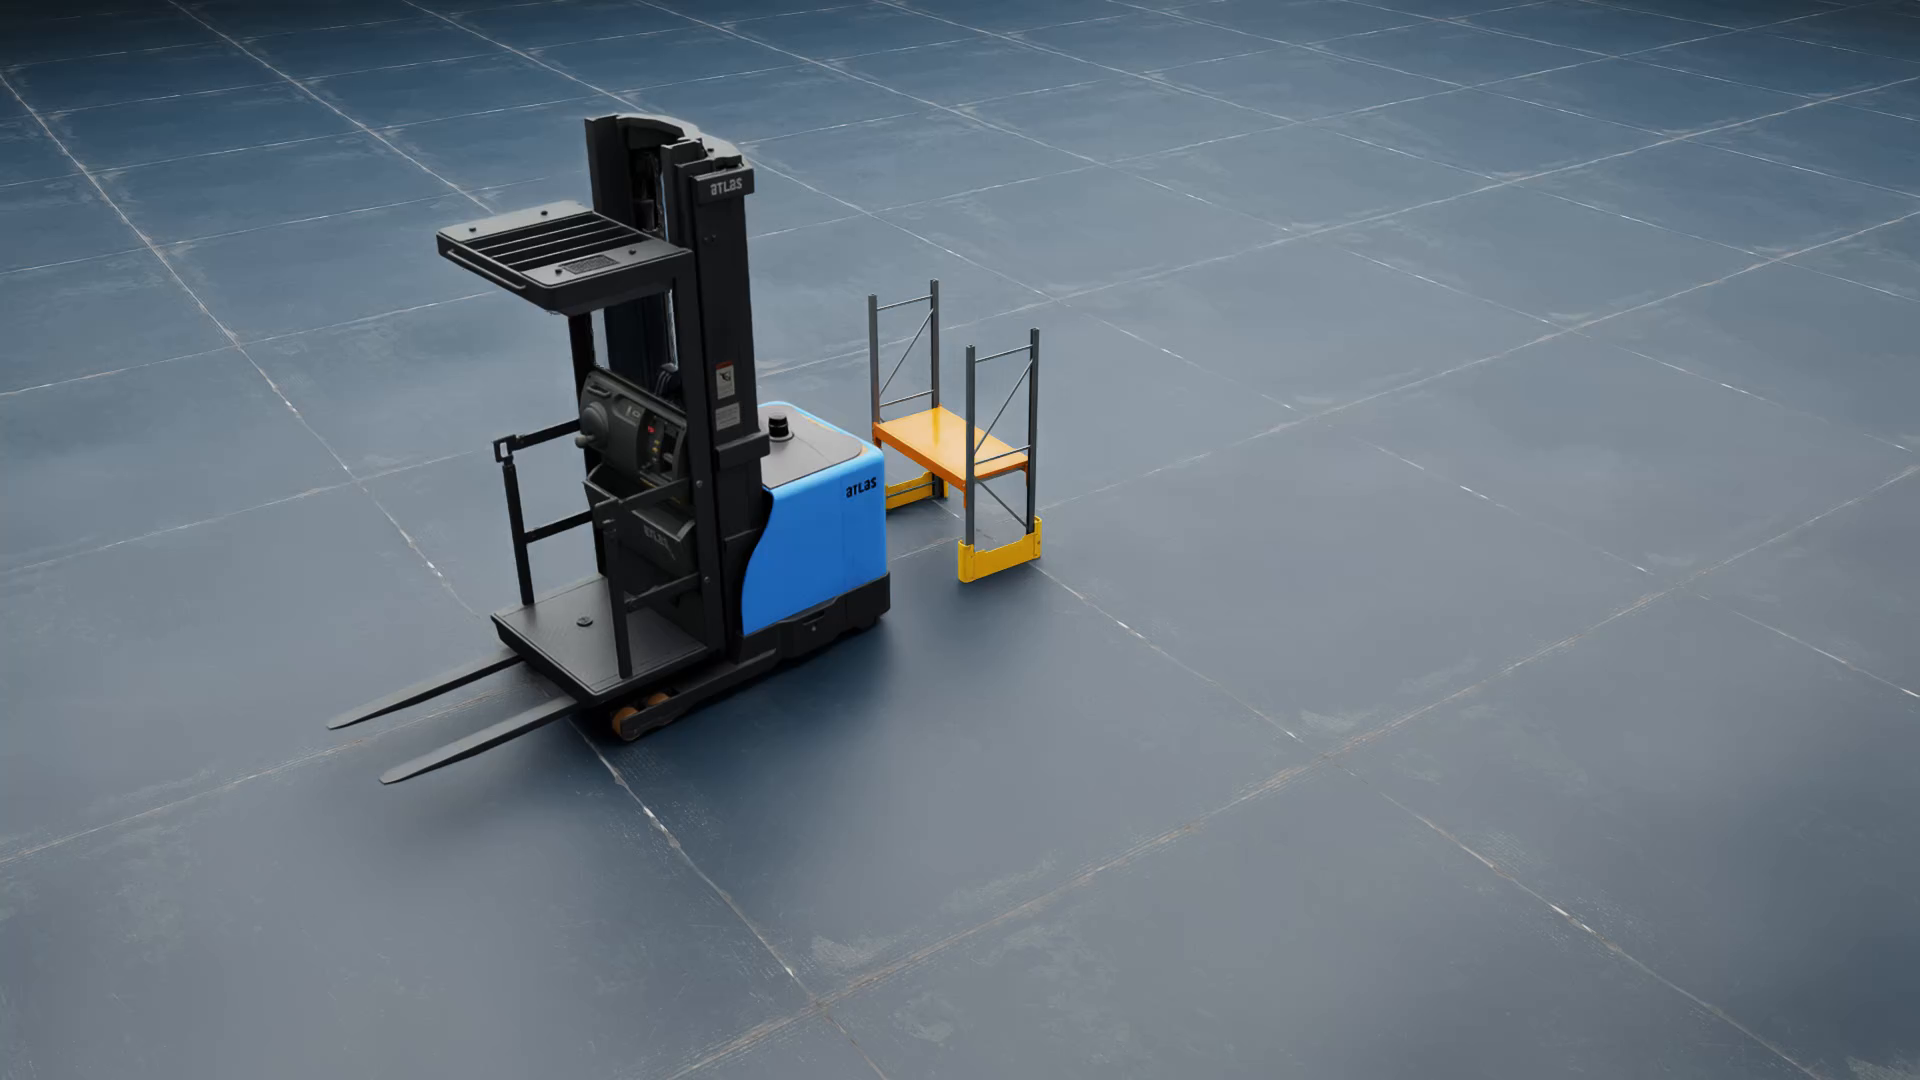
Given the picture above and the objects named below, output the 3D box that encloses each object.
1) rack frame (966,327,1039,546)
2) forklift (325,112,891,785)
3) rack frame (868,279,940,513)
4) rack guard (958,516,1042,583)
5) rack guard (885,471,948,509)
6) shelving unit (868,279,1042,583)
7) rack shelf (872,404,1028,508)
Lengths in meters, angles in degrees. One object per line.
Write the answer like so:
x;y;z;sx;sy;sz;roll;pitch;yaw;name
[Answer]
0.245;-0.495;9.816;0.500;1.500;0.032;-19;34;-31;rack frame
-1.832;-0.538;8.395;3.031;2.935;1.130;-23;36;-36;forklift
-0.344;-0.890;10.544;0.500;1.500;0.032;-19;34;-31;rack frame
0.245;0.054;10.115;0.587;0.250;0.087;-19;34;-31;rack guard
-0.333;-0.333;10.828;0.587;0.250;0.087;-19;34;-31;rack guard
-0.044;-0.689;10.173;0.587;1.500;1.083;-19;34;-31;shelving unit
-0.049;-0.534;10.266;0.538;0.185;1.000;-19;34;-31;rack shelf
